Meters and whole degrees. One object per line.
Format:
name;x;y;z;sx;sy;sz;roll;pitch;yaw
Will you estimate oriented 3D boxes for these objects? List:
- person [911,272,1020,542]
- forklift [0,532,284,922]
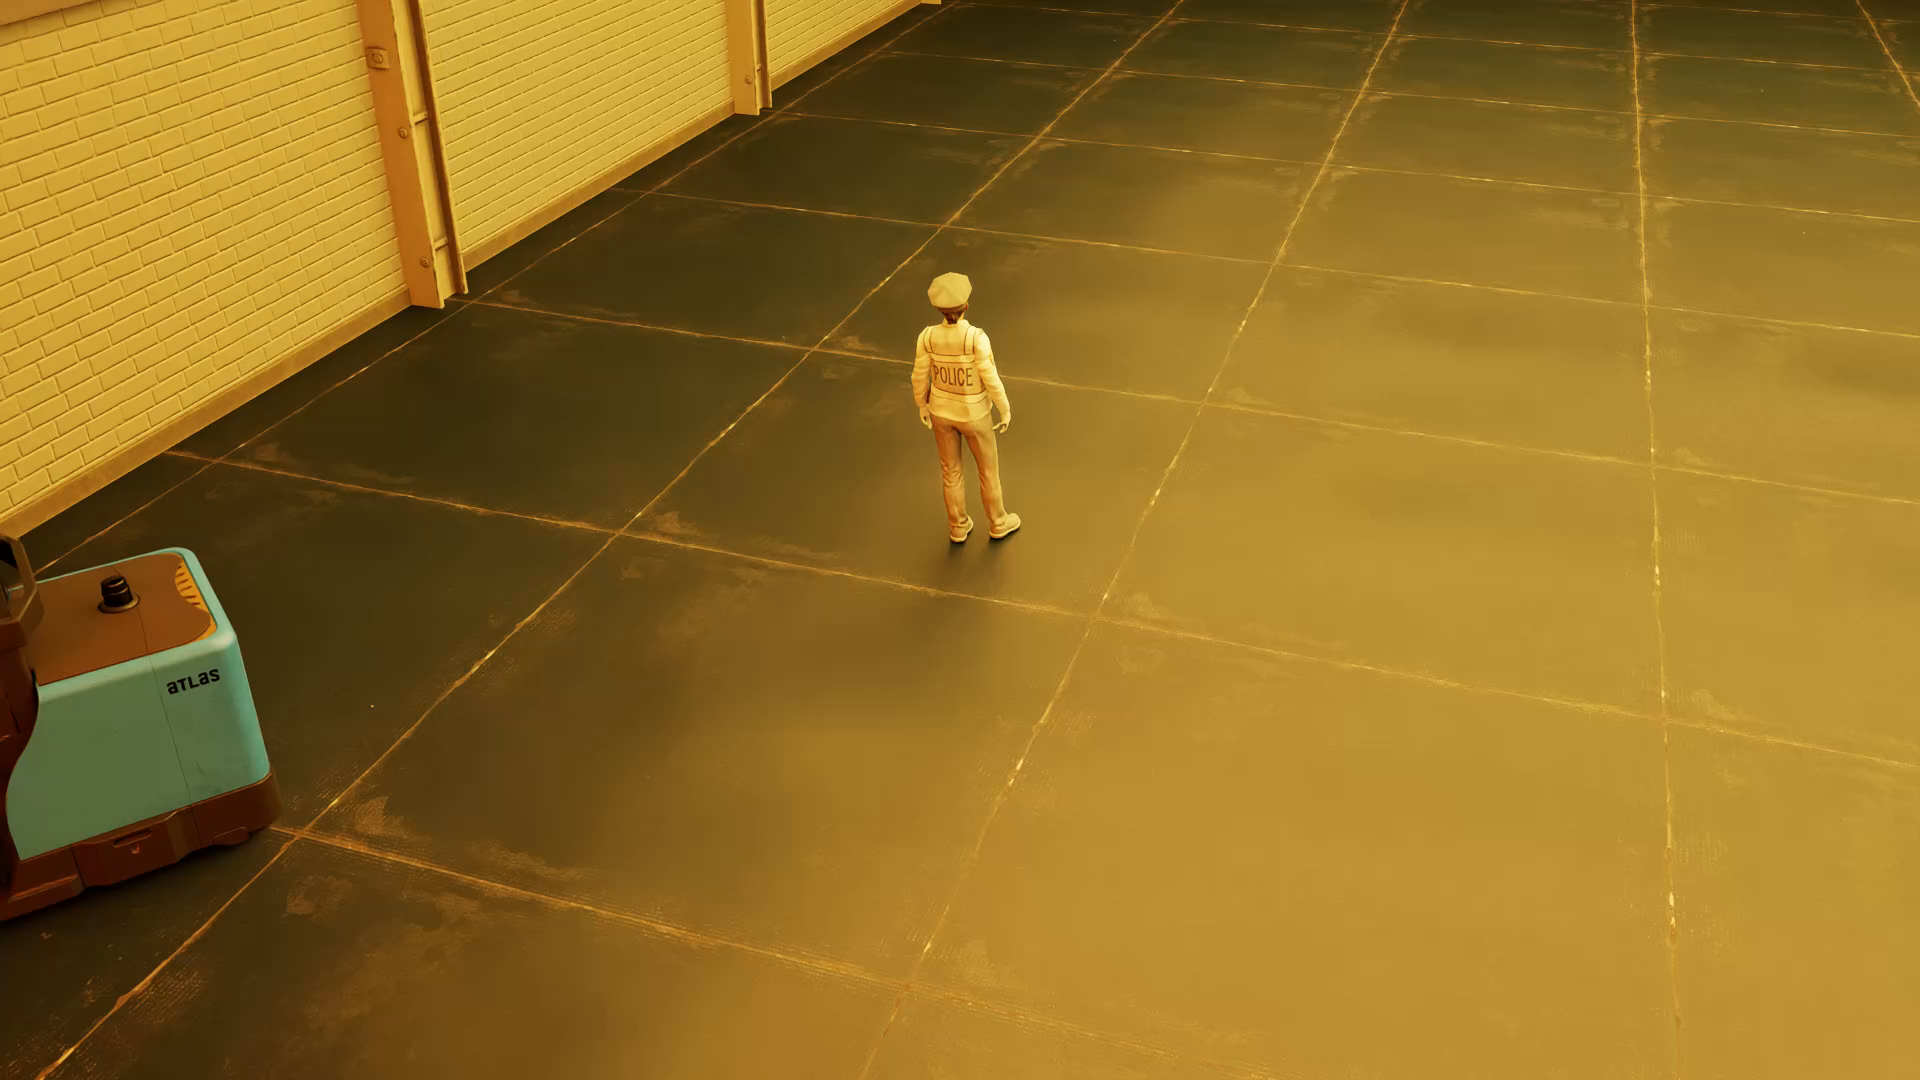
person;0.028;-0.774;9.727;0.587;1.695;0.531;10;31;16
forklift;-4.657;0.274;6.657;3.031;2.935;1.130;-18;34;-29
